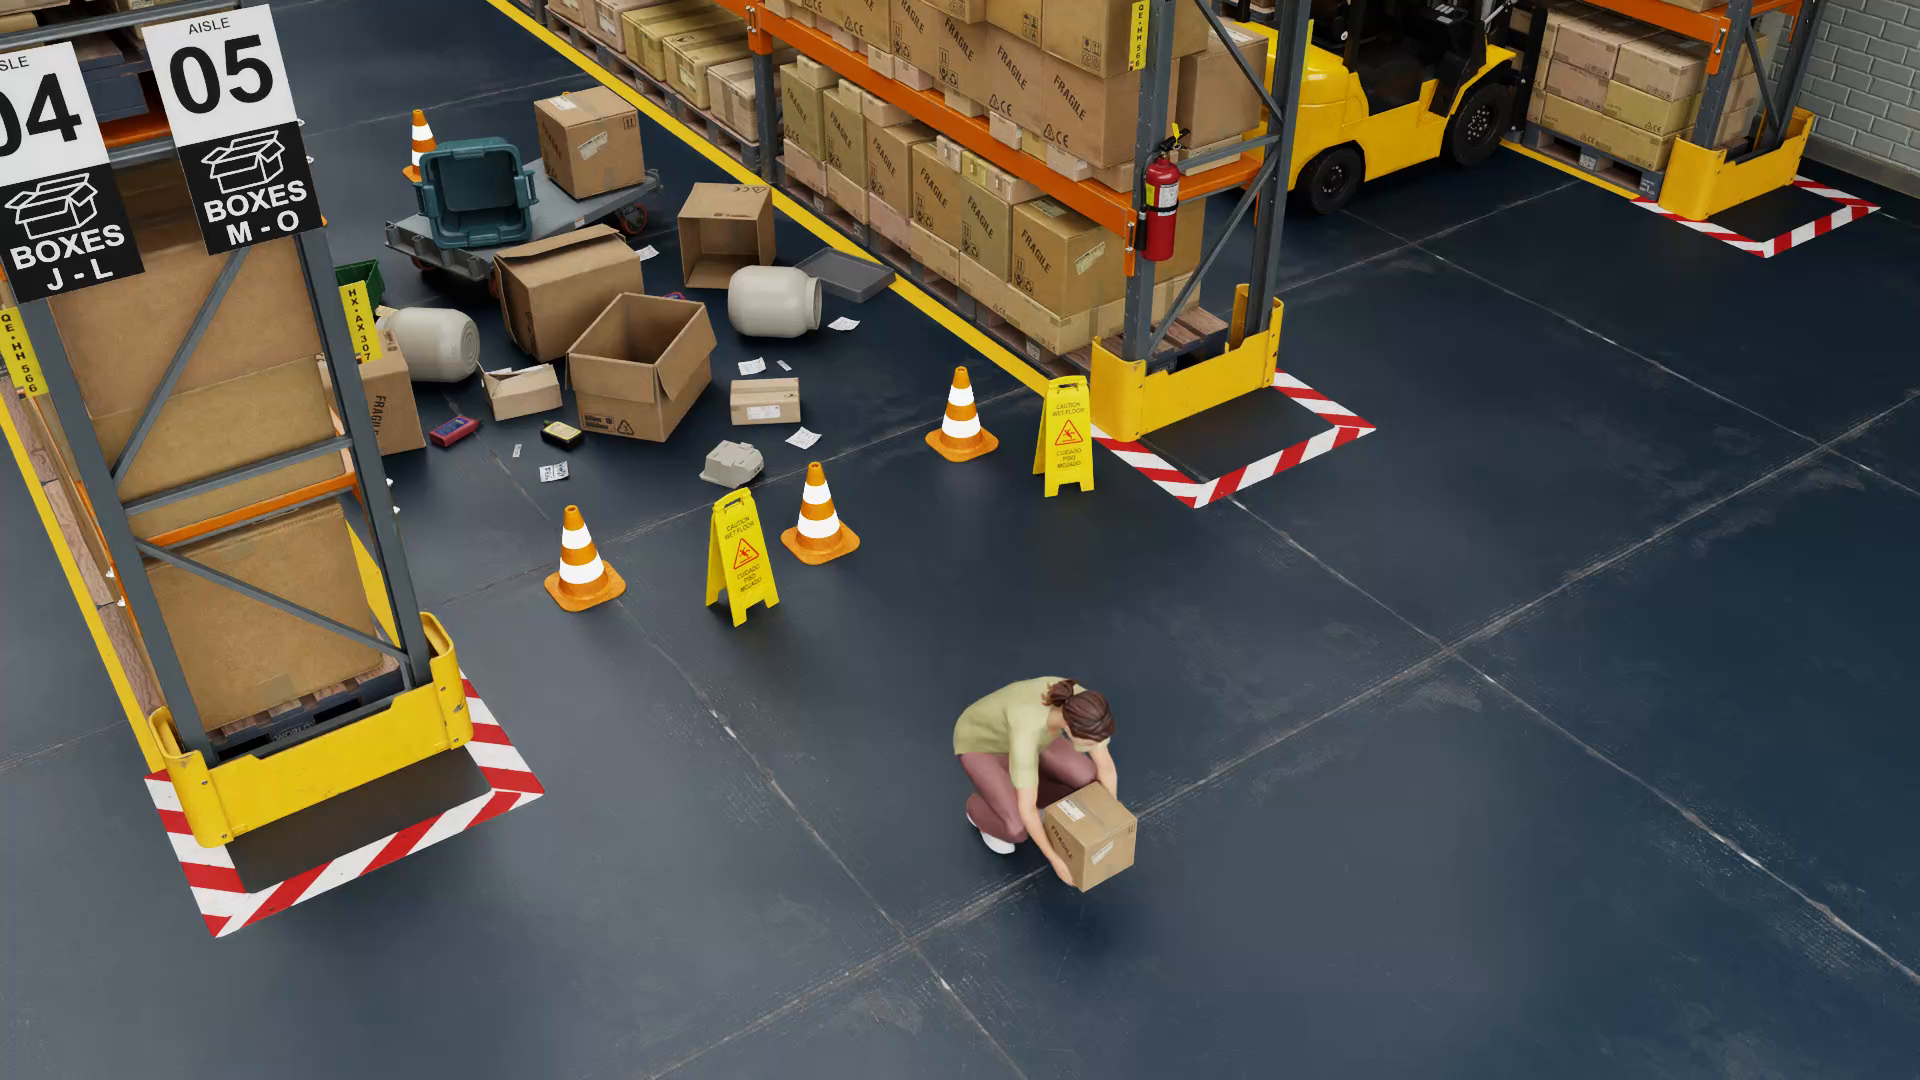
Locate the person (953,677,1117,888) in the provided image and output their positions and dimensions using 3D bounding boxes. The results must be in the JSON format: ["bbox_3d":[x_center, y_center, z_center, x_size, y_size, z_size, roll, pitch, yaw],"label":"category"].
[{"bbox_3d":[0.314,0.854,6.482,0.482,0.928,0.806,-23,42,-27],"label":"person"}]
